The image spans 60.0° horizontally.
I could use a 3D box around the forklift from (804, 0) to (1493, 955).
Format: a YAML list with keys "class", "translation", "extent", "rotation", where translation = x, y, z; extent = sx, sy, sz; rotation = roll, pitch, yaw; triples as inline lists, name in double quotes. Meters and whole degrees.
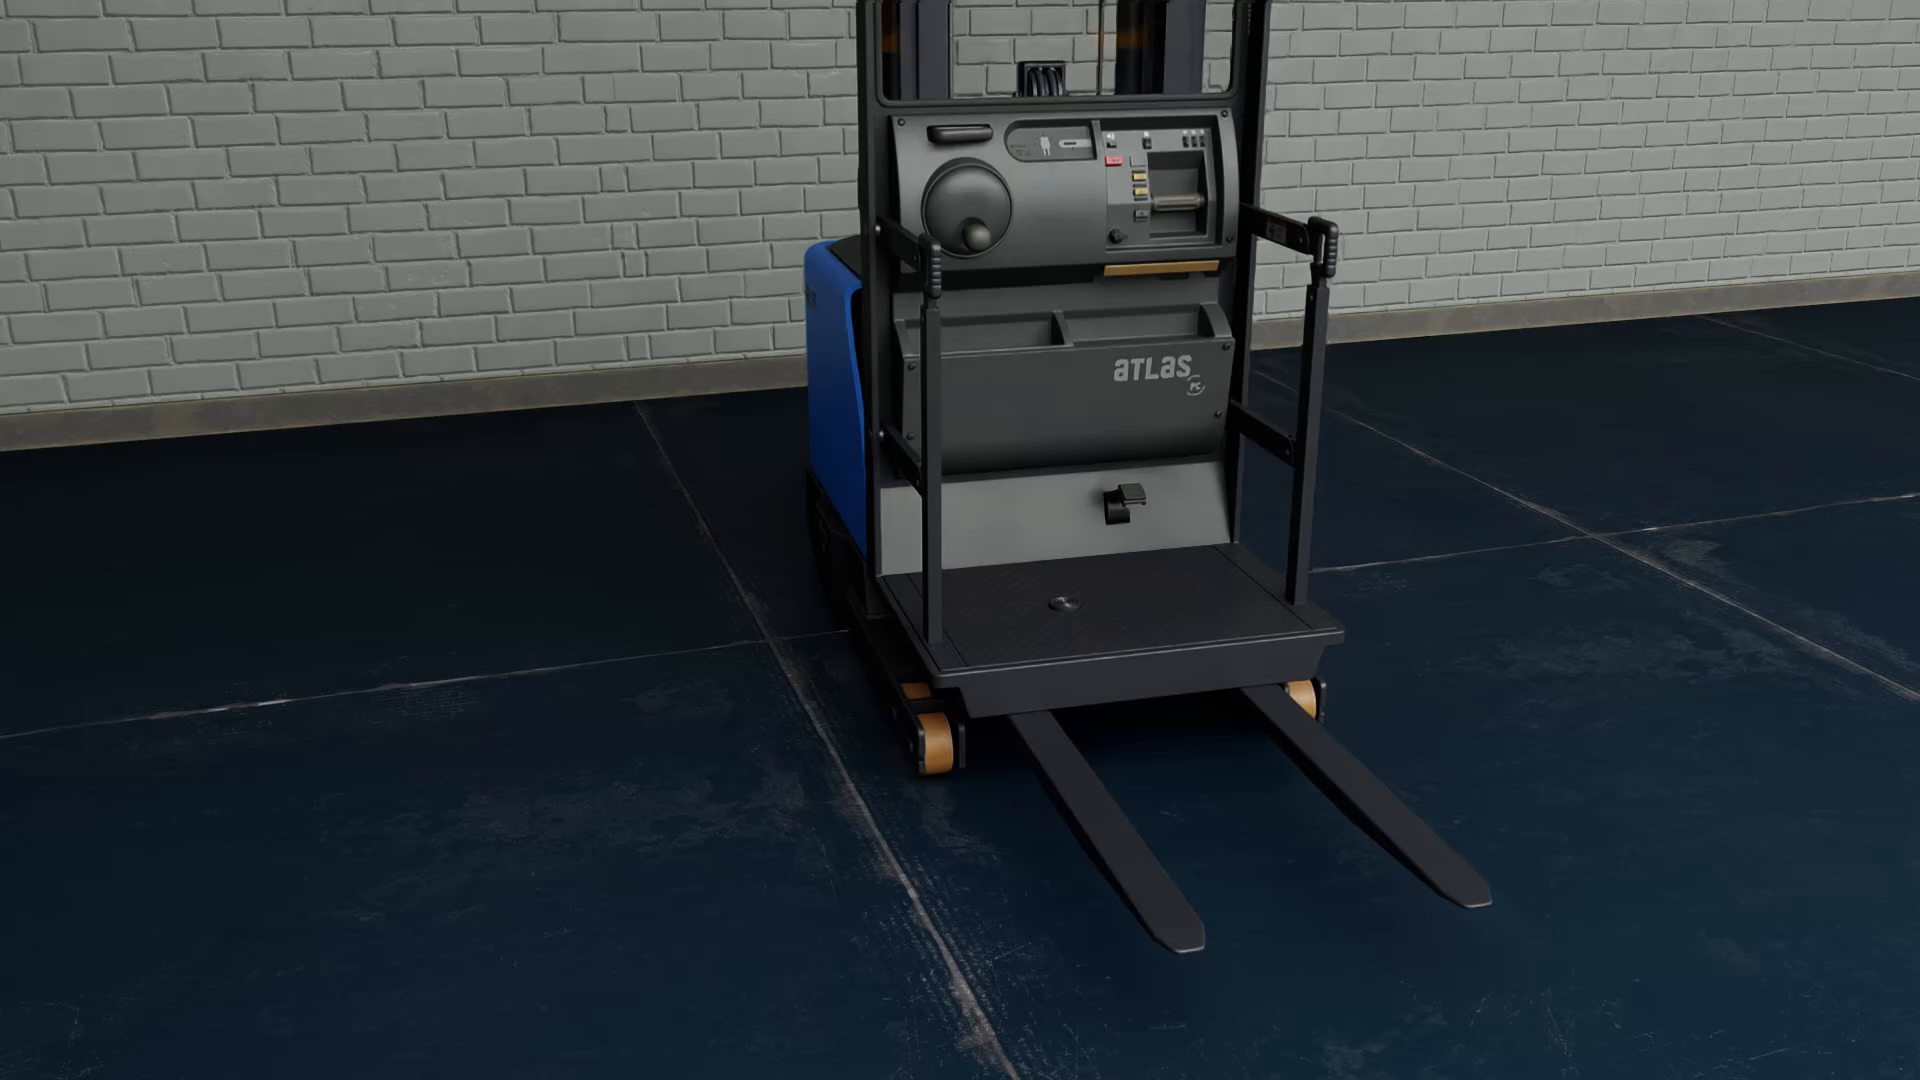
- class: "forklift"
  translation: [0.340, -0.921, 4.146]
  extent: [1.130, 2.935, 3.031]
  rotation: [-5, 20, -14]
